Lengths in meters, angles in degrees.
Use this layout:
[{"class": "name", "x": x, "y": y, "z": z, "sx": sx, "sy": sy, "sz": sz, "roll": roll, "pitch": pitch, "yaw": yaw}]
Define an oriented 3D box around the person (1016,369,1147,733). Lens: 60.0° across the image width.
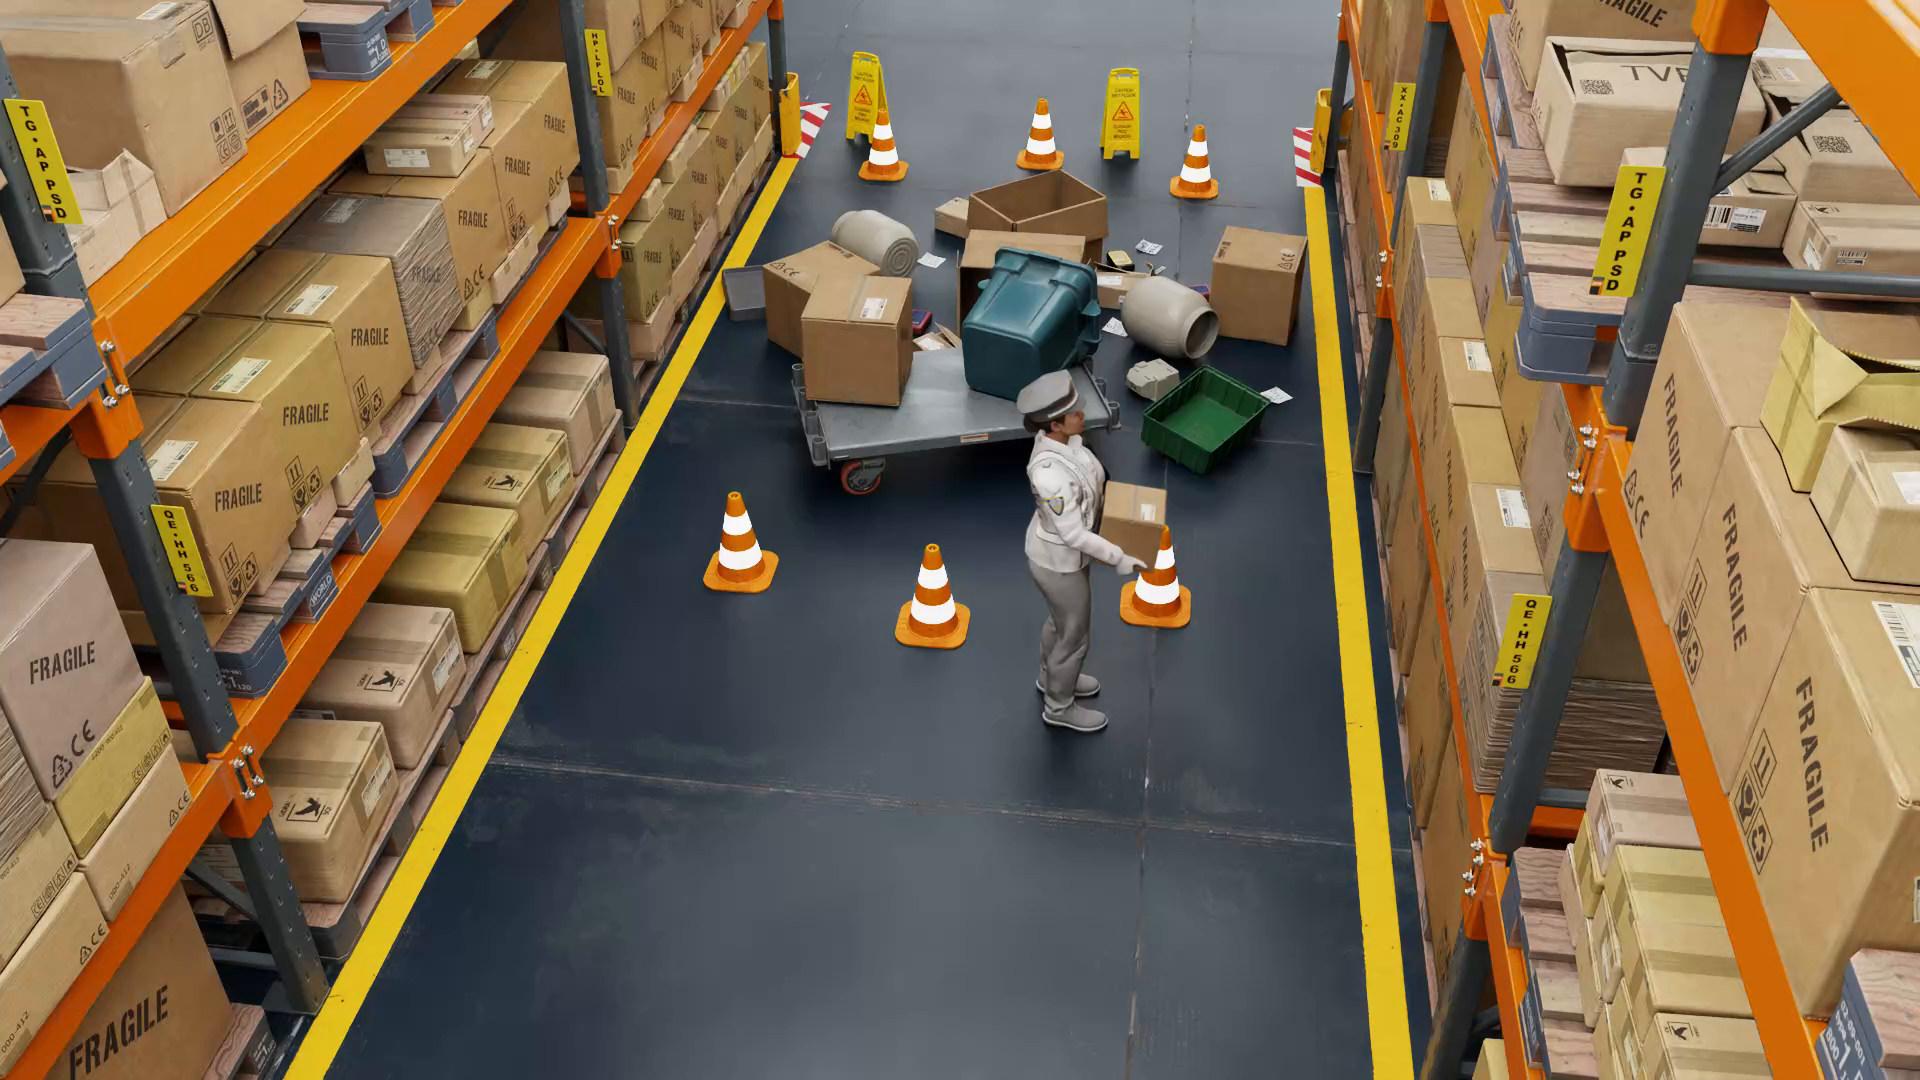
[{"class": "person", "x": 0.500, "y": 0.060, "z": 6.934, "sx": 0.563, "sy": 1.687, "sz": 0.460, "roll": 5, "pitch": 37, "yaw": 6}]
